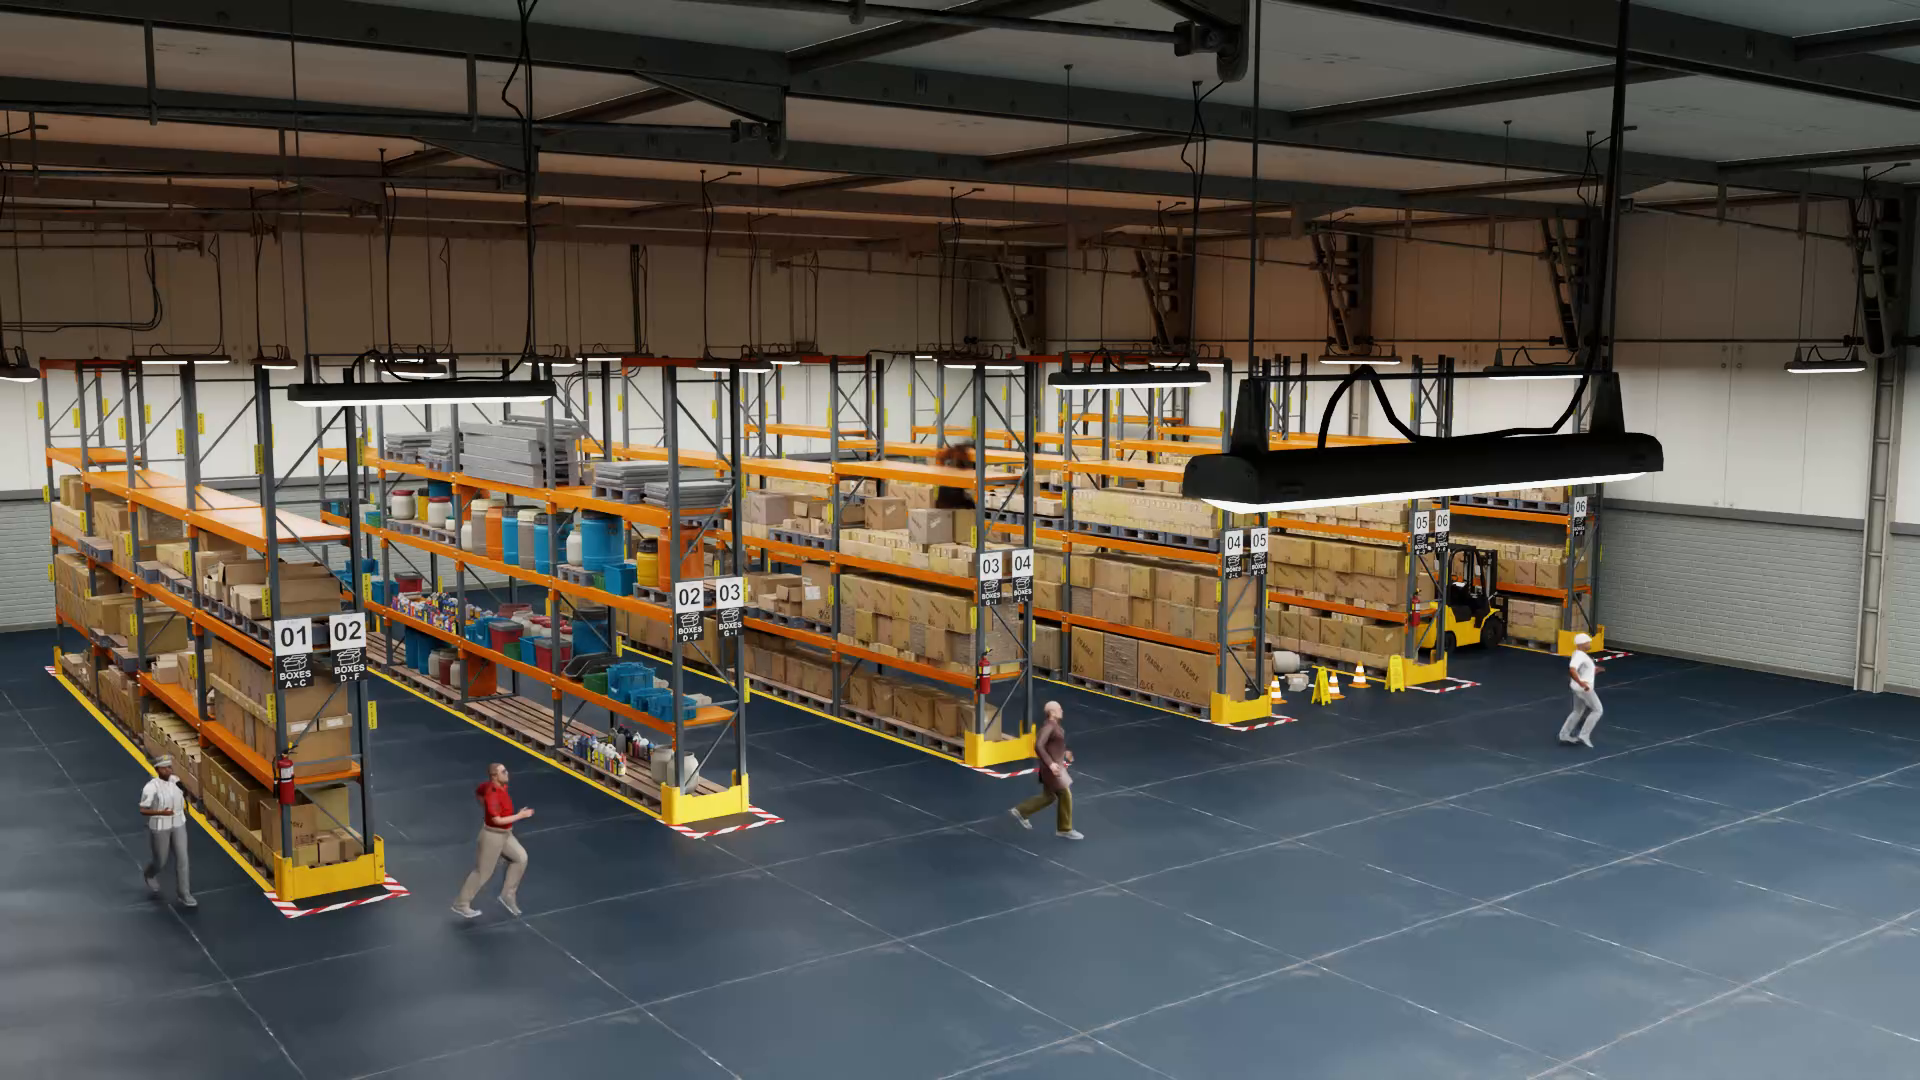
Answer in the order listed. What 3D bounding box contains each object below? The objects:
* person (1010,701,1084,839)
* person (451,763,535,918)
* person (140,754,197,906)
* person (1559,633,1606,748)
[{"bbox_3d":[1.113,2.928,21.188,0.947,1.782,0.722,0,7,0],"label":"person"},{"bbox_3d":[-5.114,3.306,18.253,0.907,1.776,0.675,-1,7,-5],"label":"person"},{"bbox_3d":[-8.914,3.228,18.708,0.916,1.676,0.583,6,9,39],"label":"person"},{"bbox_3d":[9.740,2.355,25.946,0.696,1.807,0.674,1,7,6],"label":"person"}]
